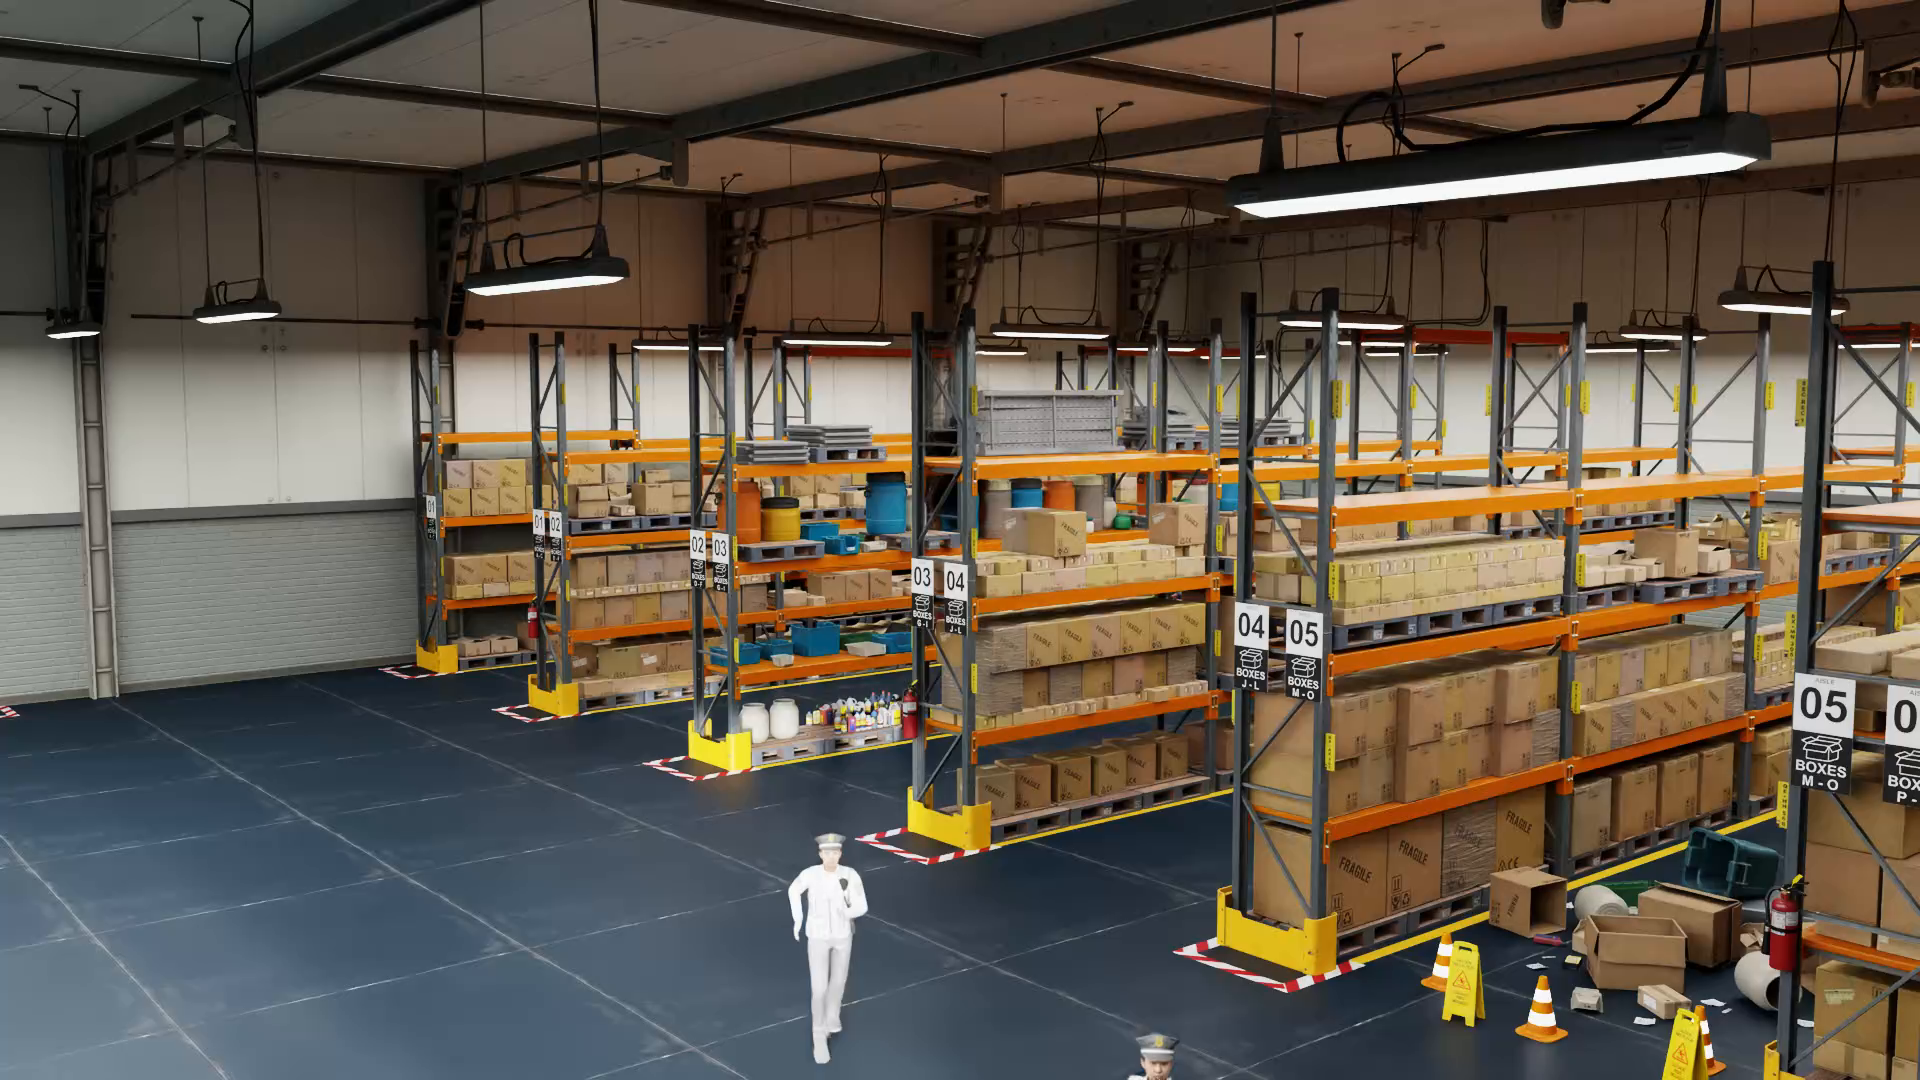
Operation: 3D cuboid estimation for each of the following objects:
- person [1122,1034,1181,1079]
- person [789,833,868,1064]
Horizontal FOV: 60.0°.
[{"bbox_3d":[1.062,3.494,9.078,0.618,1.702,0.893,0,5,4],"label":"person"},{"bbox_3d":[-1.017,3.127,12.950,0.578,1.752,0.748,-1,5,-12],"label":"person"}]
